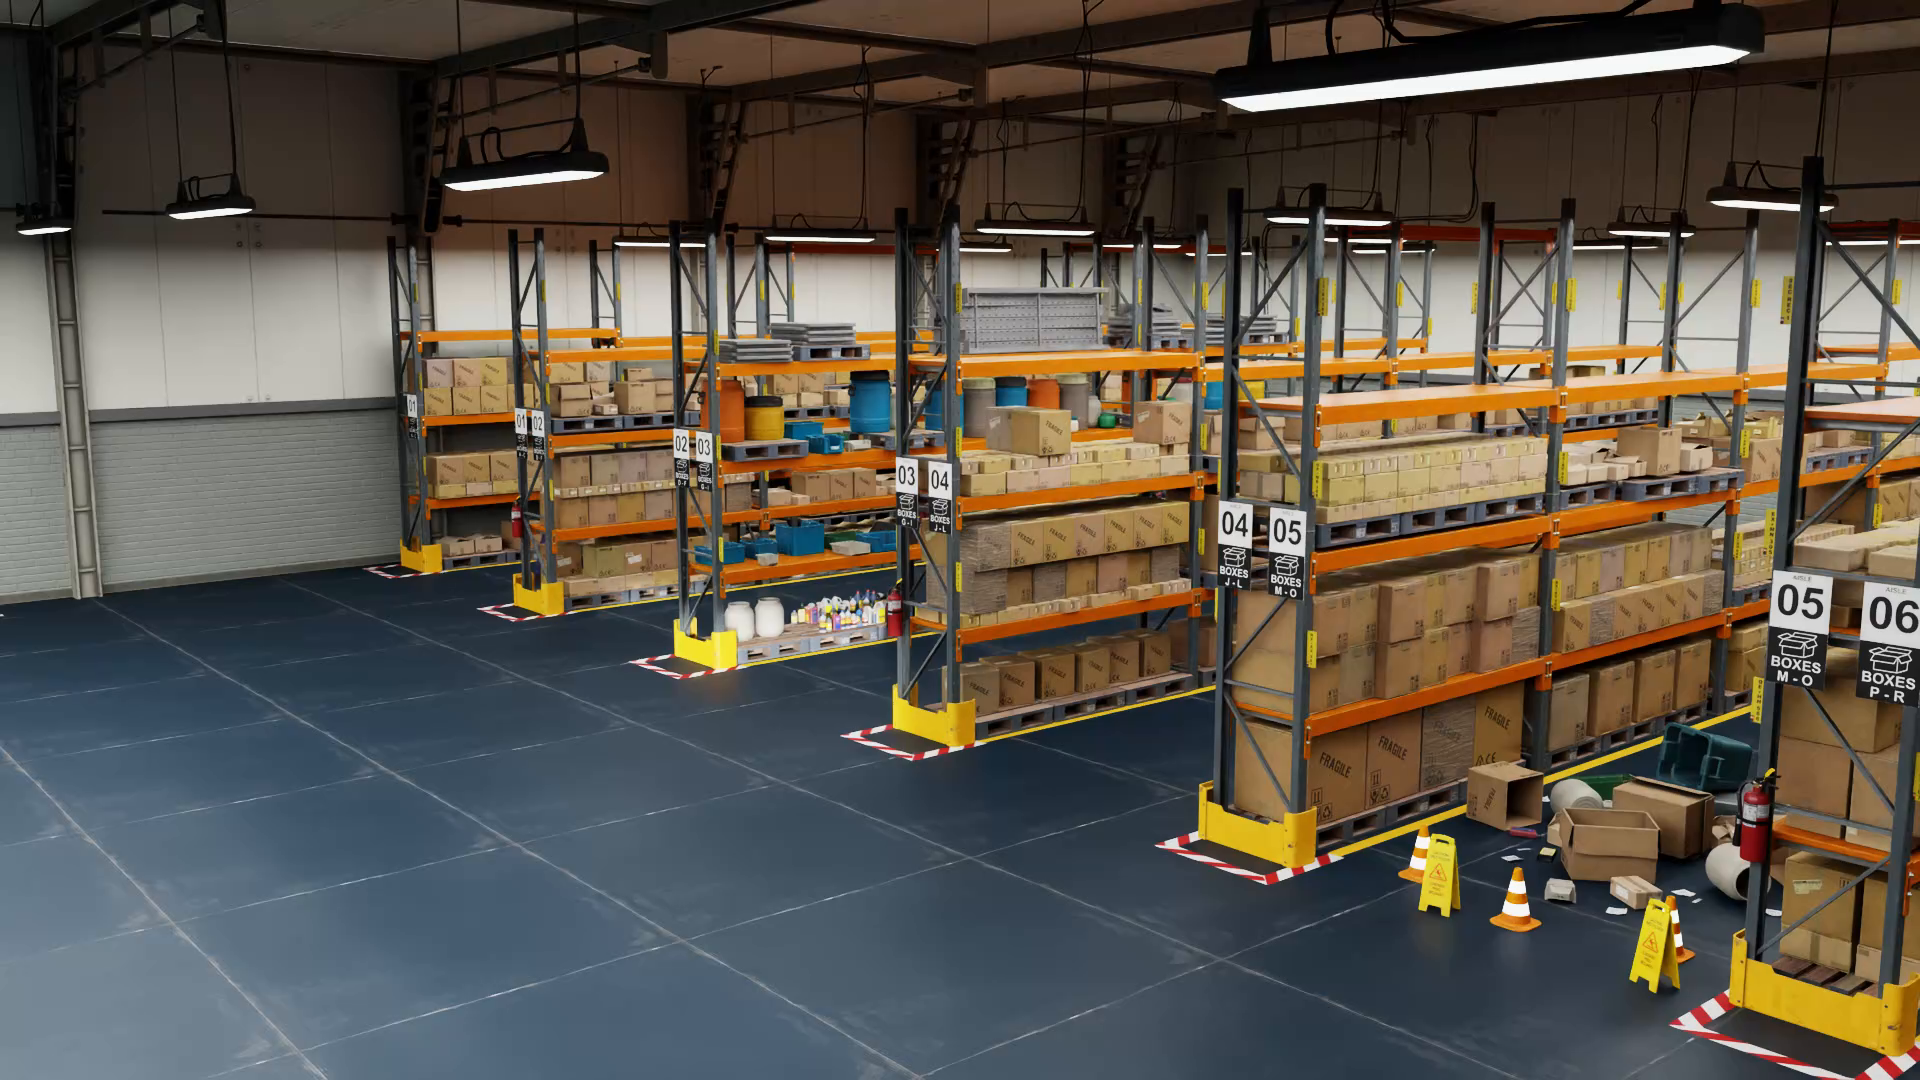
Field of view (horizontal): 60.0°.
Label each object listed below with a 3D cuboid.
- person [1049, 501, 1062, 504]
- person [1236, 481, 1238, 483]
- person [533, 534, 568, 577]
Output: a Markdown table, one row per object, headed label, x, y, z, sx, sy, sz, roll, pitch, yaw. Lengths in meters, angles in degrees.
| label | x | y | z | sx | sy | sz | roll | pitch | yaw |
| --- | --- | --- | --- | --- | --- | --- | --- | --- | --- |
| person | 1.530 | 0.135 | 25.521 | 0.560 | 1.661 | 1.041 | 6 | 11 | 35 |
| person | 6.611 | -1.564 | 39.182 | 0.439 | 1.406 | 0.696 | 0 | 9 | -2 |
| person | -7.109 | -0.141 | 29.112 | 0.494 | 1.528 | 0.837 | 3 | 9 | 16 |
